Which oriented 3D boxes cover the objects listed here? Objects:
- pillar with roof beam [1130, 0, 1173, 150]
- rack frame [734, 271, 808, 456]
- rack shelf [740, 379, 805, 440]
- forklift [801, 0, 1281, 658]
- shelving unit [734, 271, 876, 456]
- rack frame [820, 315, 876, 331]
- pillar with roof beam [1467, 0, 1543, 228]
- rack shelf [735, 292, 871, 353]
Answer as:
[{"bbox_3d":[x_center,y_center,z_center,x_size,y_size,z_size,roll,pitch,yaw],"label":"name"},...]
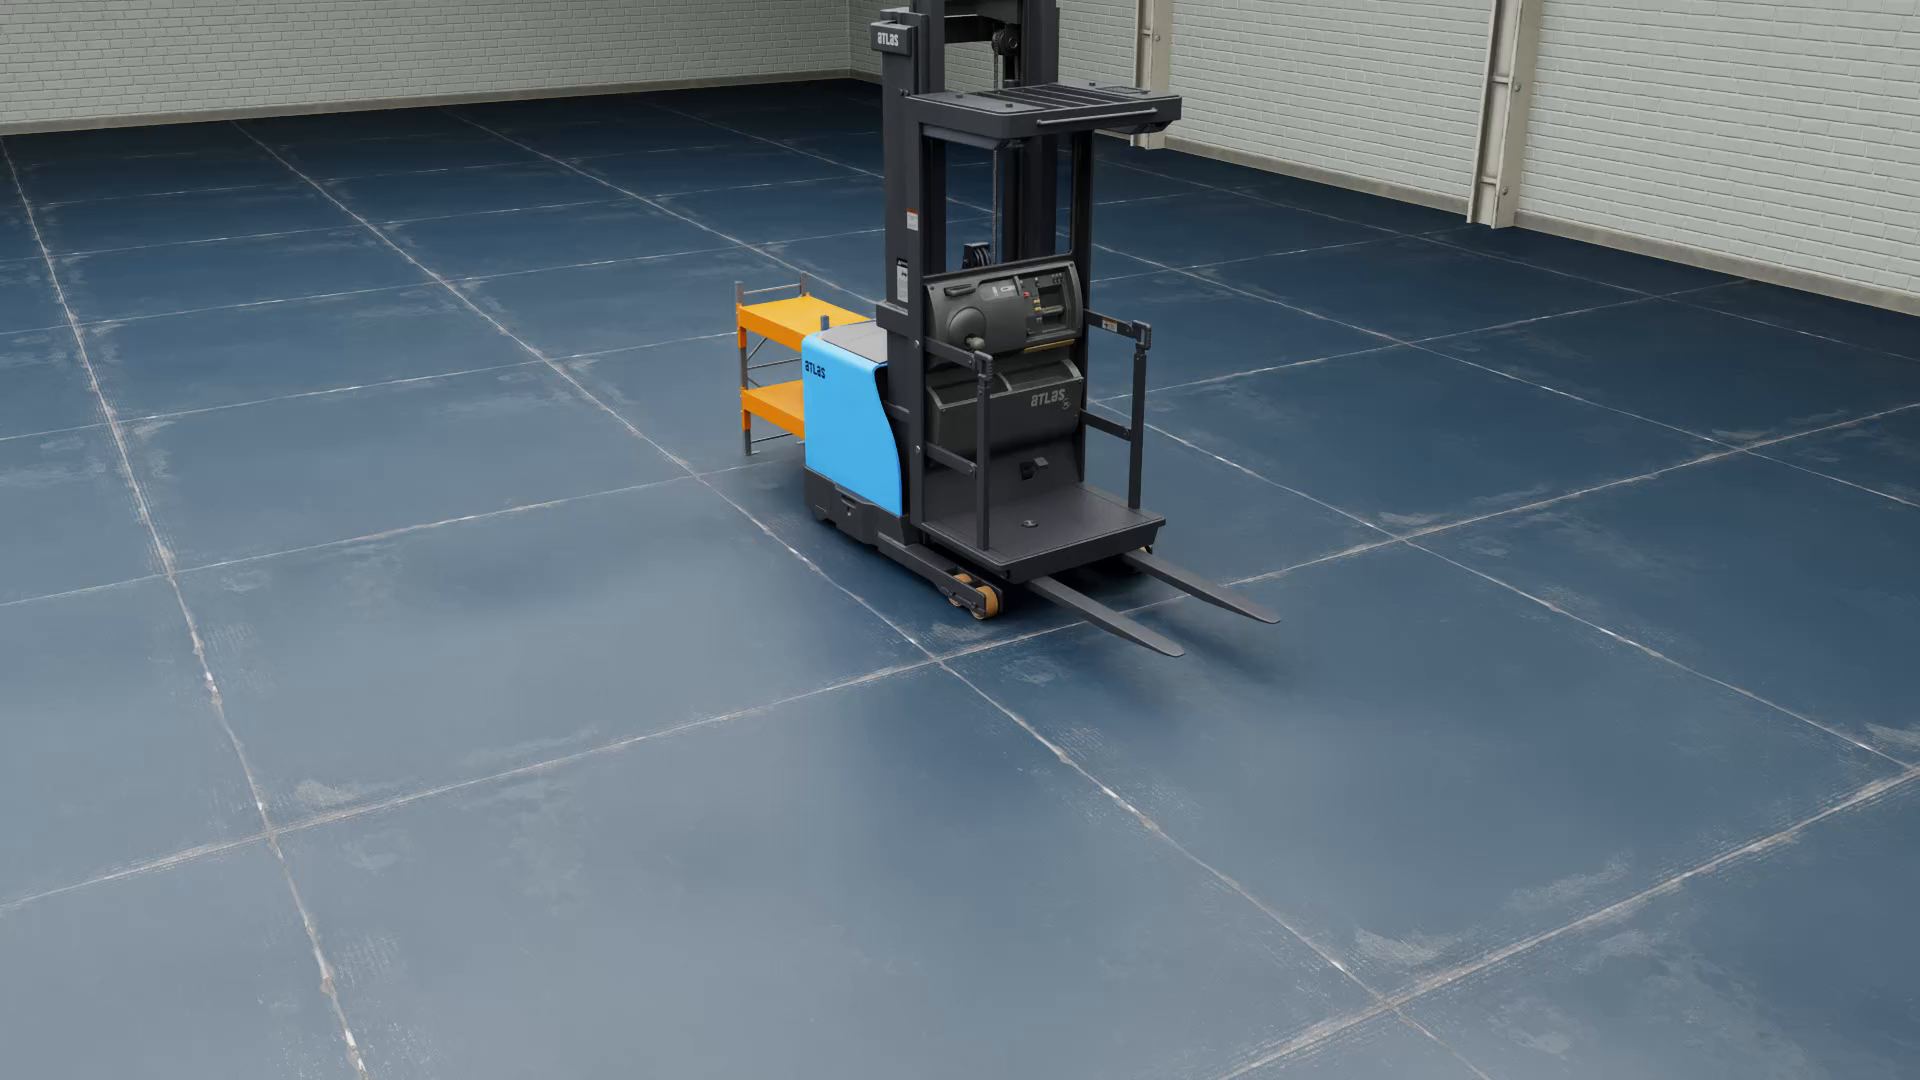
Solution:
[{"bbox_3d":[-1.180,-8.612,18.548,9.100,9.000,0.400,-13,25,-28],"label":"pillar with roof beam"},{"bbox_3d":[-1.177,-1.118,10.568,0.500,1.125,0.032,-15,27,-33],"label":"rack frame"},{"bbox_3d":[-0.881,-0.736,10.277,0.538,0.278,1.000,-15,27,-33],"label":"rack shelf"},{"bbox_3d":[0.361,-1.167,8.290,1.130,2.935,3.031,-15,27,-32],"label":"forklift"},{"bbox_3d":[-0.881,-0.962,10.185,0.538,1.125,1.048,-15,27,-33],"label":"shelving unit"},{"bbox_3d":[-0.585,-0.807,9.802,0.500,1.125,0.032,-15,27,-33],"label":"rack frame"},{"bbox_3d":[1.884,-6.669,13.769,9.100,9.000,0.400,-13,25,-28],"label":"pillar with roof beam"},{"bbox_3d":[-0.881,-1.233,10.075,0.538,0.278,1.000,-15,27,-33],"label":"rack shelf"}]
